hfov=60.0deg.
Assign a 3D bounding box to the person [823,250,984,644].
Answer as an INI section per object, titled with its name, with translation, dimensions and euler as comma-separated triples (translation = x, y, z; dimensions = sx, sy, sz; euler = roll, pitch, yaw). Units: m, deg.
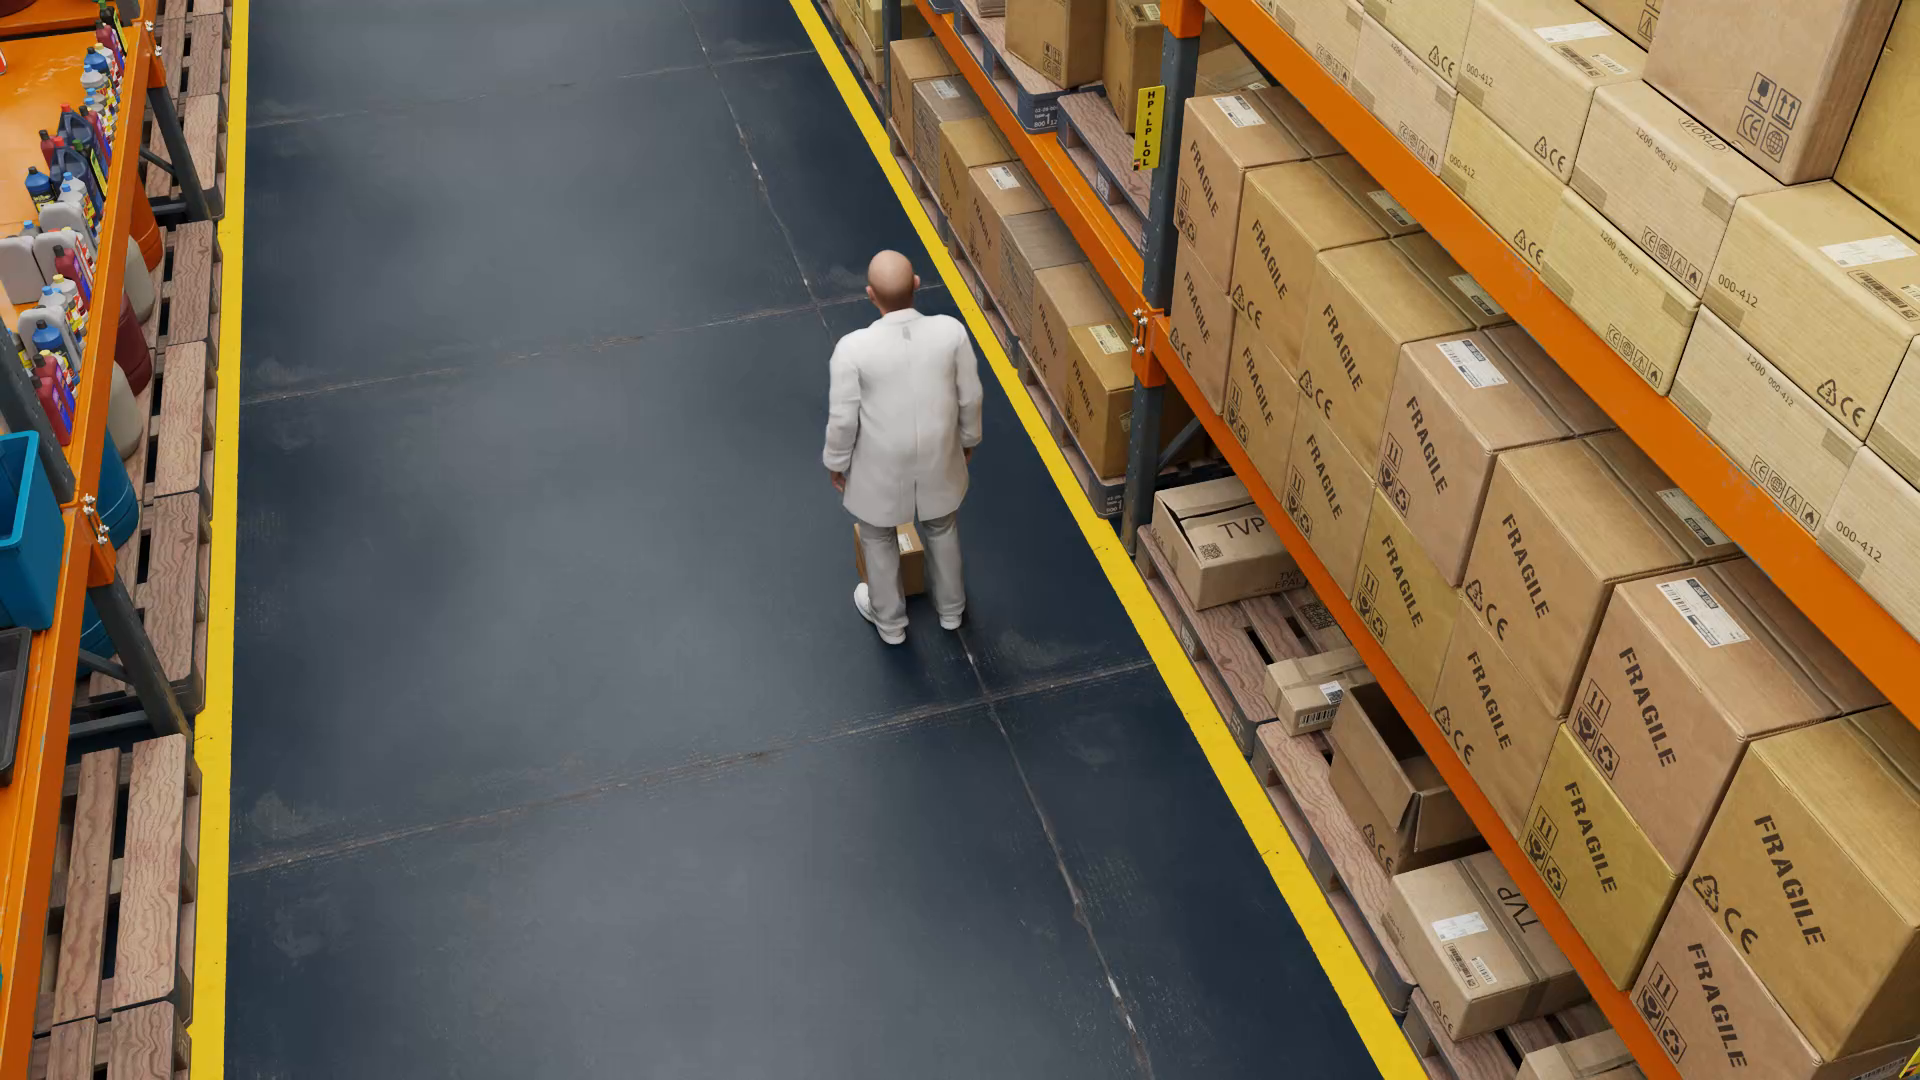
[person]
translation = -0.219, -0.340, 6.553
dimensions = 0.644, 1.774, 0.425
euler = -12, 43, -13
